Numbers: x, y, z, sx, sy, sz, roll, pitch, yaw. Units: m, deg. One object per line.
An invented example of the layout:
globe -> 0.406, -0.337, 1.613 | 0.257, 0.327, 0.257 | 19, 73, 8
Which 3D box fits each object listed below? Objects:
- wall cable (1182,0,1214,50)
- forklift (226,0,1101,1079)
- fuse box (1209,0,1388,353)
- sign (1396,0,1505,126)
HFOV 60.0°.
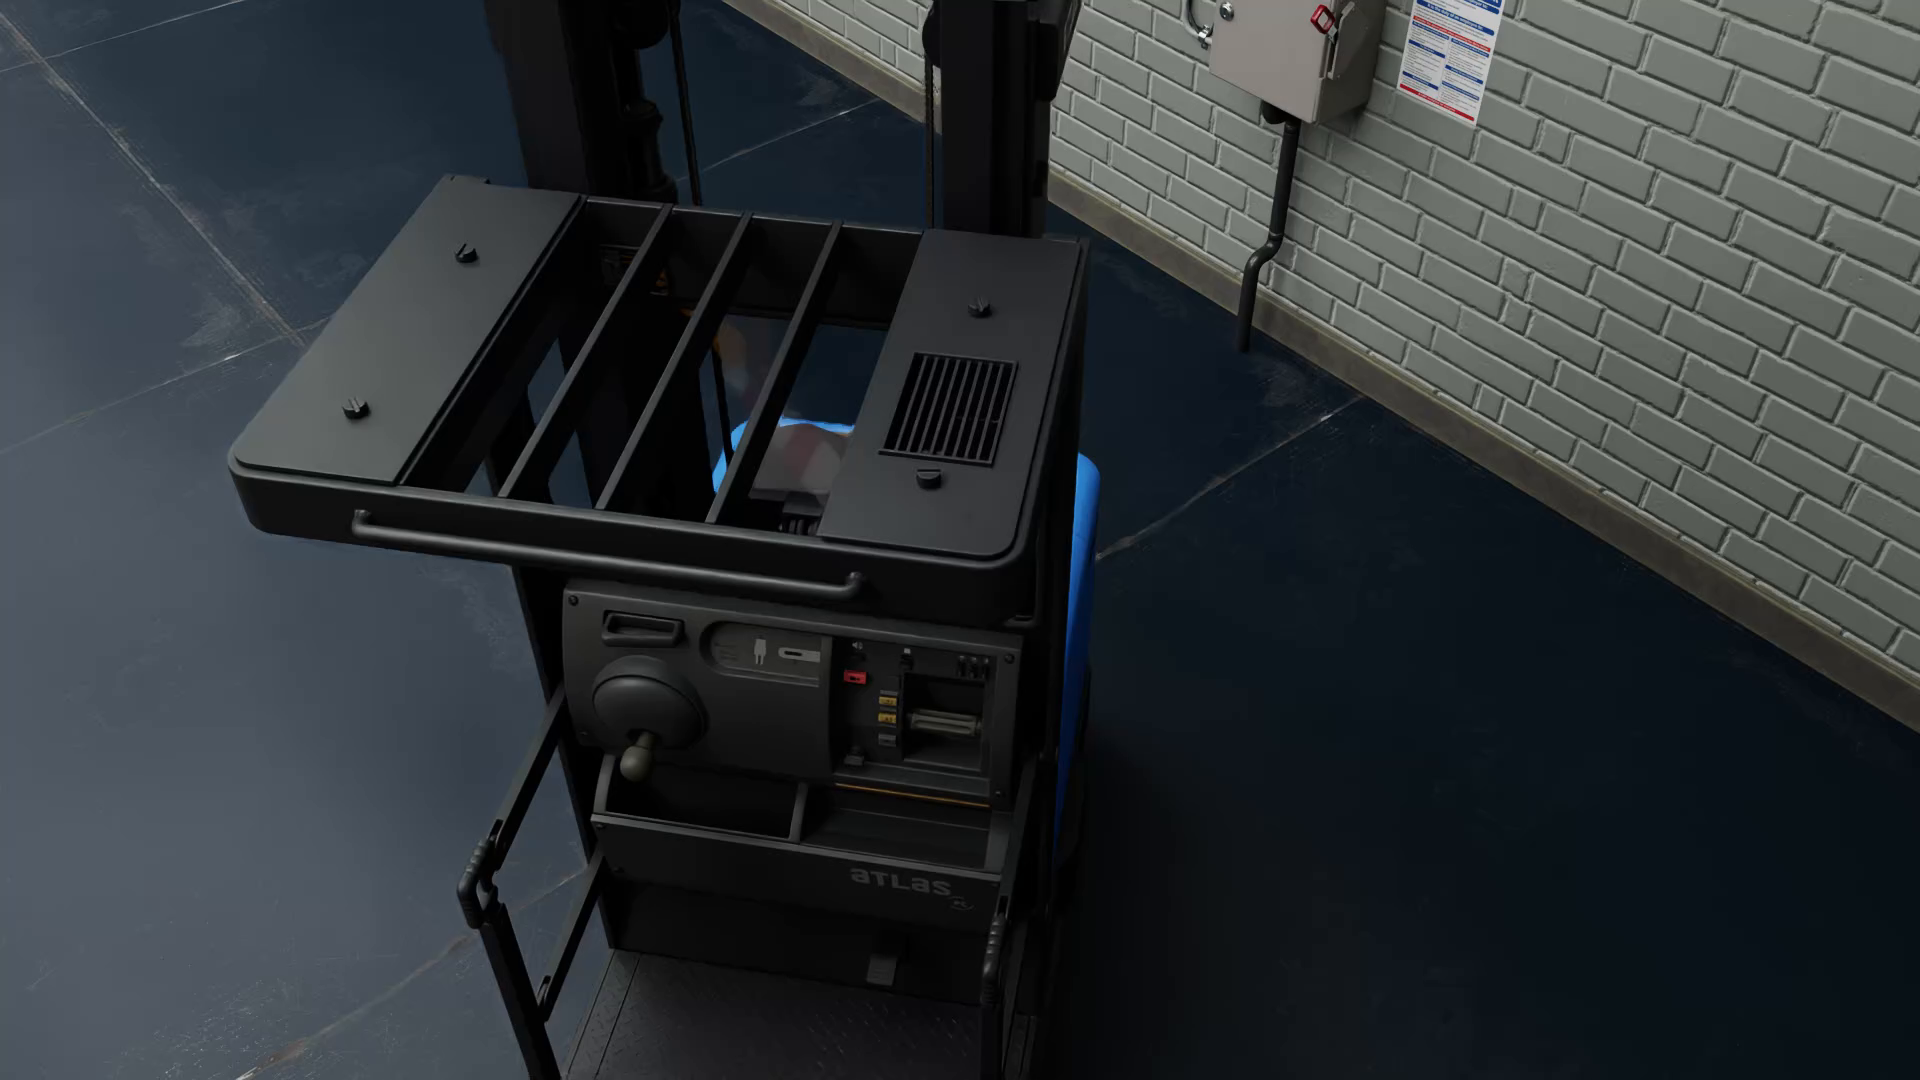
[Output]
wall cable -> 0.785, -2.618, 5.604 | 0.122, 1.984, 0.588 | -30, 51, -28
forklift -> -0.379, 0.411, 3.172 | 1.130, 2.935, 3.031 | 7, 44, 7
fuse box -> 1.102, -1.350, 5.938 | 0.414, 1.711, 0.539 | -30, 51, -28
sign -> 1.578, -1.617, 5.350 | 0.001, 0.494, 0.329 | -30, 51, -28
